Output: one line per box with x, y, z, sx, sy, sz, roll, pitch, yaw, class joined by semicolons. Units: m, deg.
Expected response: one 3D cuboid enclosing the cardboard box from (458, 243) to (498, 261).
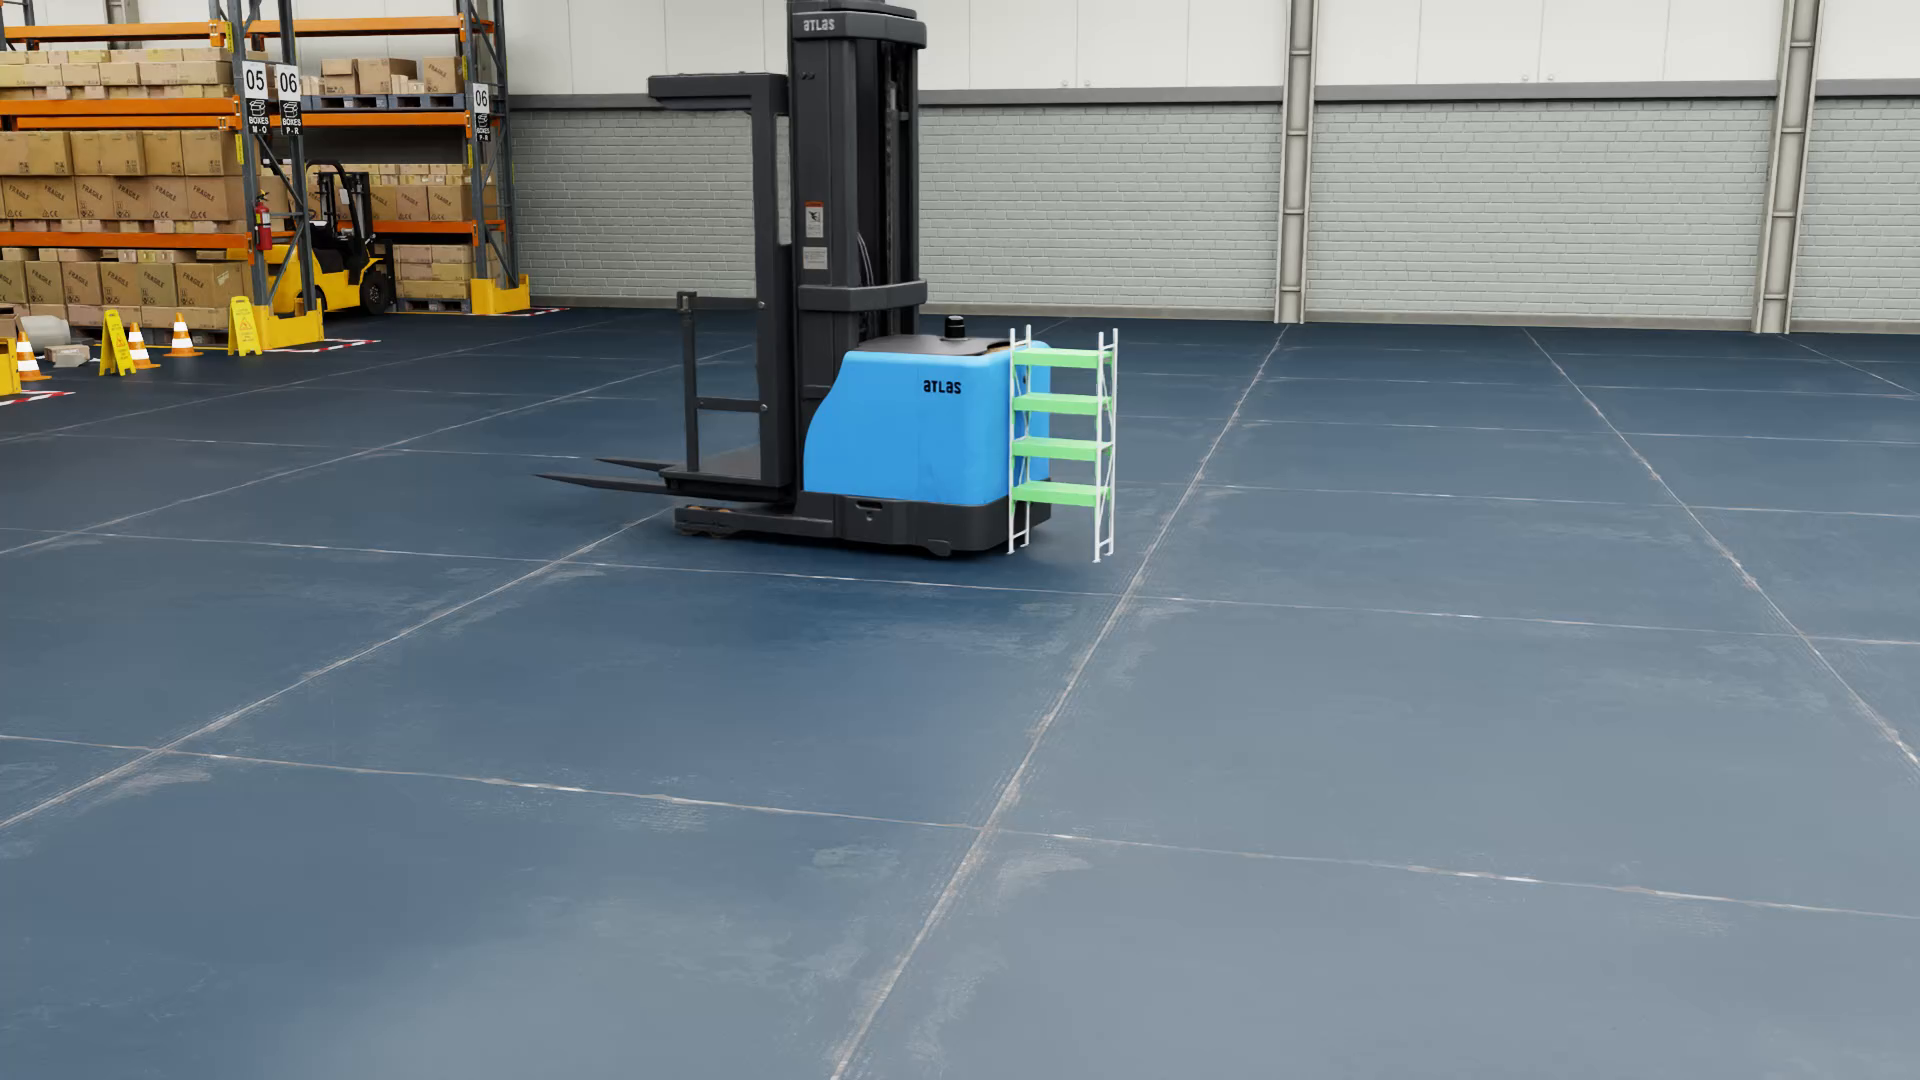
-7.147;-4.229;24.439;0.500;0.250;0.500;3;13;13;cardboard box

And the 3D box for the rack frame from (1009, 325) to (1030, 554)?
0.318;-0.534;8.871;0.015;1.200;0.240;6;14;24;rack frame

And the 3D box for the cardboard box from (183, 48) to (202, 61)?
-8.552;-5.477;18.809;0.250;0.149;0.380;3;13;15;cardboard box

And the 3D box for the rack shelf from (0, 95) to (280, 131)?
-9.853;-4.986;19.518;4.000;0.370;1.077;3;13;14;rack shelf

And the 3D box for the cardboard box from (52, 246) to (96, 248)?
-13.890;-4.239;25.927;0.625;0.625;0.875;3;13;15;cardboard box

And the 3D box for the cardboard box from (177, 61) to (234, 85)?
-8.473;-5.275;18.821;0.500;0.250;0.500;3;13;13;cardboard box

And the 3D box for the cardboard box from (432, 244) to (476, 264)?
-7.248;-4.122;23.959;0.500;0.250;0.500;4;13;15;cardboard box

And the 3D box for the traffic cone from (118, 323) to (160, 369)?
-8.574;-2.031;17.318;0.334;0.463;0.336;3;13;14;traffic cone

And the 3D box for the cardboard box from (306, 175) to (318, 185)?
-9.375;-5.251;24.249;0.250;0.149;0.380;3;13;13;cardboard box

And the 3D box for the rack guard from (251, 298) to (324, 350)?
-7.985;-2.553;19.586;0.348;0.500;1.175;3;13;14;rack guard

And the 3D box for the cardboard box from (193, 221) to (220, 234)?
-8.598;-3.611;19.163;0.250;0.149;0.380;3;13;13;cardboard box

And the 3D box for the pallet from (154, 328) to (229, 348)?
-8.765;-2.461;19.841;1.213;0.211;1.003;3;13;14;pallet

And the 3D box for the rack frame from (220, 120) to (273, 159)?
-10.609;-5.021;24.938;0.127;3.000;1.000;3;13;14;rack frame

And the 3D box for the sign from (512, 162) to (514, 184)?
-6.587;-5.391;24.425;0.005;0.325;0.100;3;13;14;sign

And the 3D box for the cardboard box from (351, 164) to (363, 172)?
-8.615;-5.377;24.127;0.250;0.149;0.380;3;13;14;cardboard box

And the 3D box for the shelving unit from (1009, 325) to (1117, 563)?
0.540;-0.512;8.772;0.503;1.200;0.258;6;14;24;shelving unit

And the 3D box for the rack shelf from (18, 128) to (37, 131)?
-16.435;-6.445;26.095;4.000;0.370;1.077;3;13;14;rack shelf

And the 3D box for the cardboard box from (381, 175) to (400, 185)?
-8.131;-5.190;23.974;0.250;0.149;0.380;3;13;12;cardboard box

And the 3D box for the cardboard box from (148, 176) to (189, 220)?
-8.989;-3.960;19.241;0.500;0.500;0.500;3;13;14;cardboard box

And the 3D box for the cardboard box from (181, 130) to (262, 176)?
-8.460;-4.432;19.058;0.500;0.500;0.700;3;13;12;cardboard box

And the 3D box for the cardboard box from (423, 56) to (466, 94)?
-7.214;-6.552;23.483;0.500;0.500;0.500;3;13;15;cardboard box

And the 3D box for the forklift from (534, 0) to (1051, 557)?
-1.042;-1.535;9.384;3.031;2.935;1.130;6;14;24;forklift

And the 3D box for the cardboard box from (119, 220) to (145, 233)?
-9.584;-3.673;19.442;0.250;0.149;0.380;3;13;13;cardboard box

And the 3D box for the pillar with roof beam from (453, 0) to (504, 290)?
-8.217;-7.062;20.290;0.400;9.000;9.100;3;13;14;pillar with roof beam

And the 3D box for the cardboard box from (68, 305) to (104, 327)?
-10.250;-2.700;19.856;0.500;0.250;0.500;3;13;13;cardboard box

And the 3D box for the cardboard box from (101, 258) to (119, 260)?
-10.166;-3.179;20.284;0.500;0.500;0.500;4;13;17;cardboard box

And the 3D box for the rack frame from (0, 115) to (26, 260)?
-11.795;-3.977;20.233;0.127;3.000;1.000;3;13;14;rack frame

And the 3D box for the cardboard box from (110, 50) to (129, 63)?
-9.521;-5.544;19.110;0.250;0.149;0.380;3;13;12;cardboard box

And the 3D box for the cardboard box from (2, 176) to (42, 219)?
-10.942;-4.068;19.727;0.500;0.500;0.500;3;13;13;cardboard box

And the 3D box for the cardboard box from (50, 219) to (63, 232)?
-10.545;-3.733;19.716;0.250;0.149;0.380;3;13;13;cardboard box

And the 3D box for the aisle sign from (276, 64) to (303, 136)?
-7.777;-5.100;19.295;0.004;0.787;0.394;3;13;14;aisle sign

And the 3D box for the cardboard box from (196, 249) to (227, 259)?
-11.119;-4.091;25.262;0.625;0.625;0.875;4;13;16;cardboard box

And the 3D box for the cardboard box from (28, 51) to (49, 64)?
-10.552;-5.578;19.265;0.250;0.149;0.380;3;13;12;cardboard box

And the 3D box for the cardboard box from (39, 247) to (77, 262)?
-10.680;-3.389;19.735;0.250;0.149;0.380;4;13;16;cardboard box

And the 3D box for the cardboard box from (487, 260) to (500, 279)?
-7.133;-3.988;24.508;0.500;0.250;0.500;3;13;15;cardboard box

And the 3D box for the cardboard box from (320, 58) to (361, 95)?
-8.743;-6.666;23.990;0.637;0.503;0.797;3;13;15;cardboard box

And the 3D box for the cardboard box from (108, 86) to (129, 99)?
-9.561;-5.143;19.144;0.250;0.149;0.380;3;13;12;cardboard box

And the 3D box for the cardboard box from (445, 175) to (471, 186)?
-7.130;-5.138;23.737;0.250;0.149;0.380;3;13;14;cardboard box

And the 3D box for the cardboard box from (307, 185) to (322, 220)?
-9.239;-4.942;24.353;0.500;0.500;0.500;3;13;13;cardboard box

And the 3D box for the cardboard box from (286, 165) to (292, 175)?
-9.620;-5.412;24.285;0.250;0.149;0.380;3;13;15;cardboard box

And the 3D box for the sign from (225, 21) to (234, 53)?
-8.064;-5.550;18.355;0.005;0.325;0.100;3;13;14;sign

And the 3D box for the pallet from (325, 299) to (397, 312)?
-8.659;-3.547;24.731;1.213;0.211;1.003;3;13;14;pallet

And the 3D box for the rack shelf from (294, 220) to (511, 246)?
-8.668;-4.566;24.549;4.000;0.370;1.077;3;13;14;rack shelf

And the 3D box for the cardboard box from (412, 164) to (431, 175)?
-7.631;-5.312;23.837;0.250;0.149;0.380;3;13;15;cardboard box

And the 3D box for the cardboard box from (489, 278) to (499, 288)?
-7.156;-3.742;24.555;0.500;0.250;0.500;3;13;14;cardboard box

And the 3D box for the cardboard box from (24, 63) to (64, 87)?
-10.447;-5.379;19.288;0.500;0.250;0.500;3;13;14;cardboard box

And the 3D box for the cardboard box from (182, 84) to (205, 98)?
-8.574;-5.077;18.845;0.250;0.149;0.380;3;13;14;cardboard box

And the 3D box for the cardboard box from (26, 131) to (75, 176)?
-10.448;-4.528;19.490;0.500;0.500;0.700;3;13;12;cardboard box

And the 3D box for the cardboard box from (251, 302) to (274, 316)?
-8.628;-2.732;20.000;0.500;0.250;0.500;3;13;13;cardboard box

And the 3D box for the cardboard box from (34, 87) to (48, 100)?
-10.553;-5.198;19.393;0.250;0.149;0.380;3;13;12;cardboard box

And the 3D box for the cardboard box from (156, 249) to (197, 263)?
-9.124;-3.306;19.361;0.250;0.149;0.380;3;13;15;cardboard box

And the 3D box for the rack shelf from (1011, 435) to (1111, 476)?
0.540;-0.450;8.786;0.480;0.148;0.258;6;14;24;rack shelf

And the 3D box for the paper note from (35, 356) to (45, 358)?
-10.095;-2.020;18.295;0.142;0.019;0.148;8;15;33;paper note

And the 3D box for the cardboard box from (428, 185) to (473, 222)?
-7.266;-4.832;23.858;0.500;0.500;0.500;3;13;12;cardboard box

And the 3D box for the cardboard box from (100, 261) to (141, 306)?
-9.748;-3.039;19.652;0.500;0.500;0.500;3;13;12;cardboard box

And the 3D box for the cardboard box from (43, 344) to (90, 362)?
-9.667;-2.021;17.998;0.250;0.149;0.380;12;17;43;cardboard box
